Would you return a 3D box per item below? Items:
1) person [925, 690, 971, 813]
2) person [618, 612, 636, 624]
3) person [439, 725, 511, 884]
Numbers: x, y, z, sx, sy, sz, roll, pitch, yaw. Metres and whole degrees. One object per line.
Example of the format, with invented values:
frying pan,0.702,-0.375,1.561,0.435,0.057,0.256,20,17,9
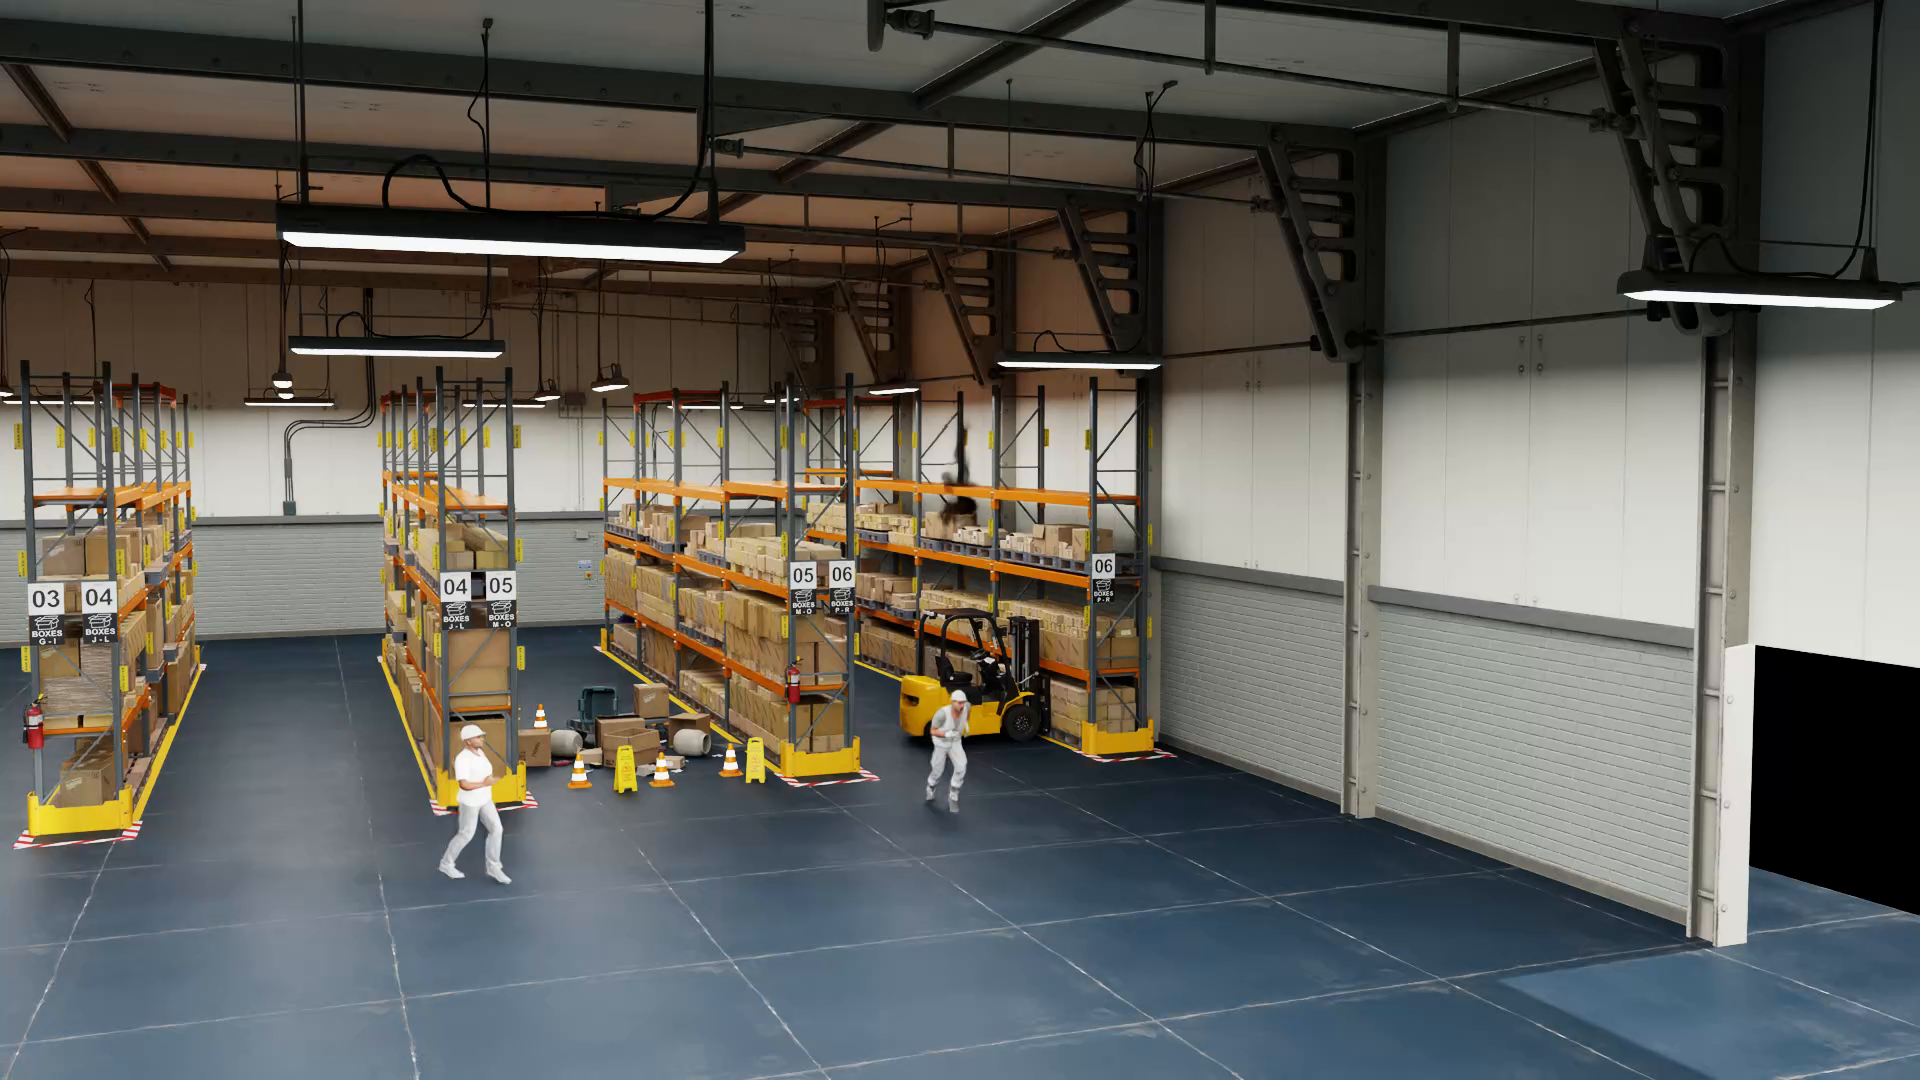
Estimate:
person,-0.169,2.837,22.522,0.676,1.709,1.008,-2,4,-29
person,-8.131,1.740,40.826,0.667,1.603,0.584,0,3,-3
person,-5.499,2.985,18.733,0.798,1.820,0.681,1,4,14
